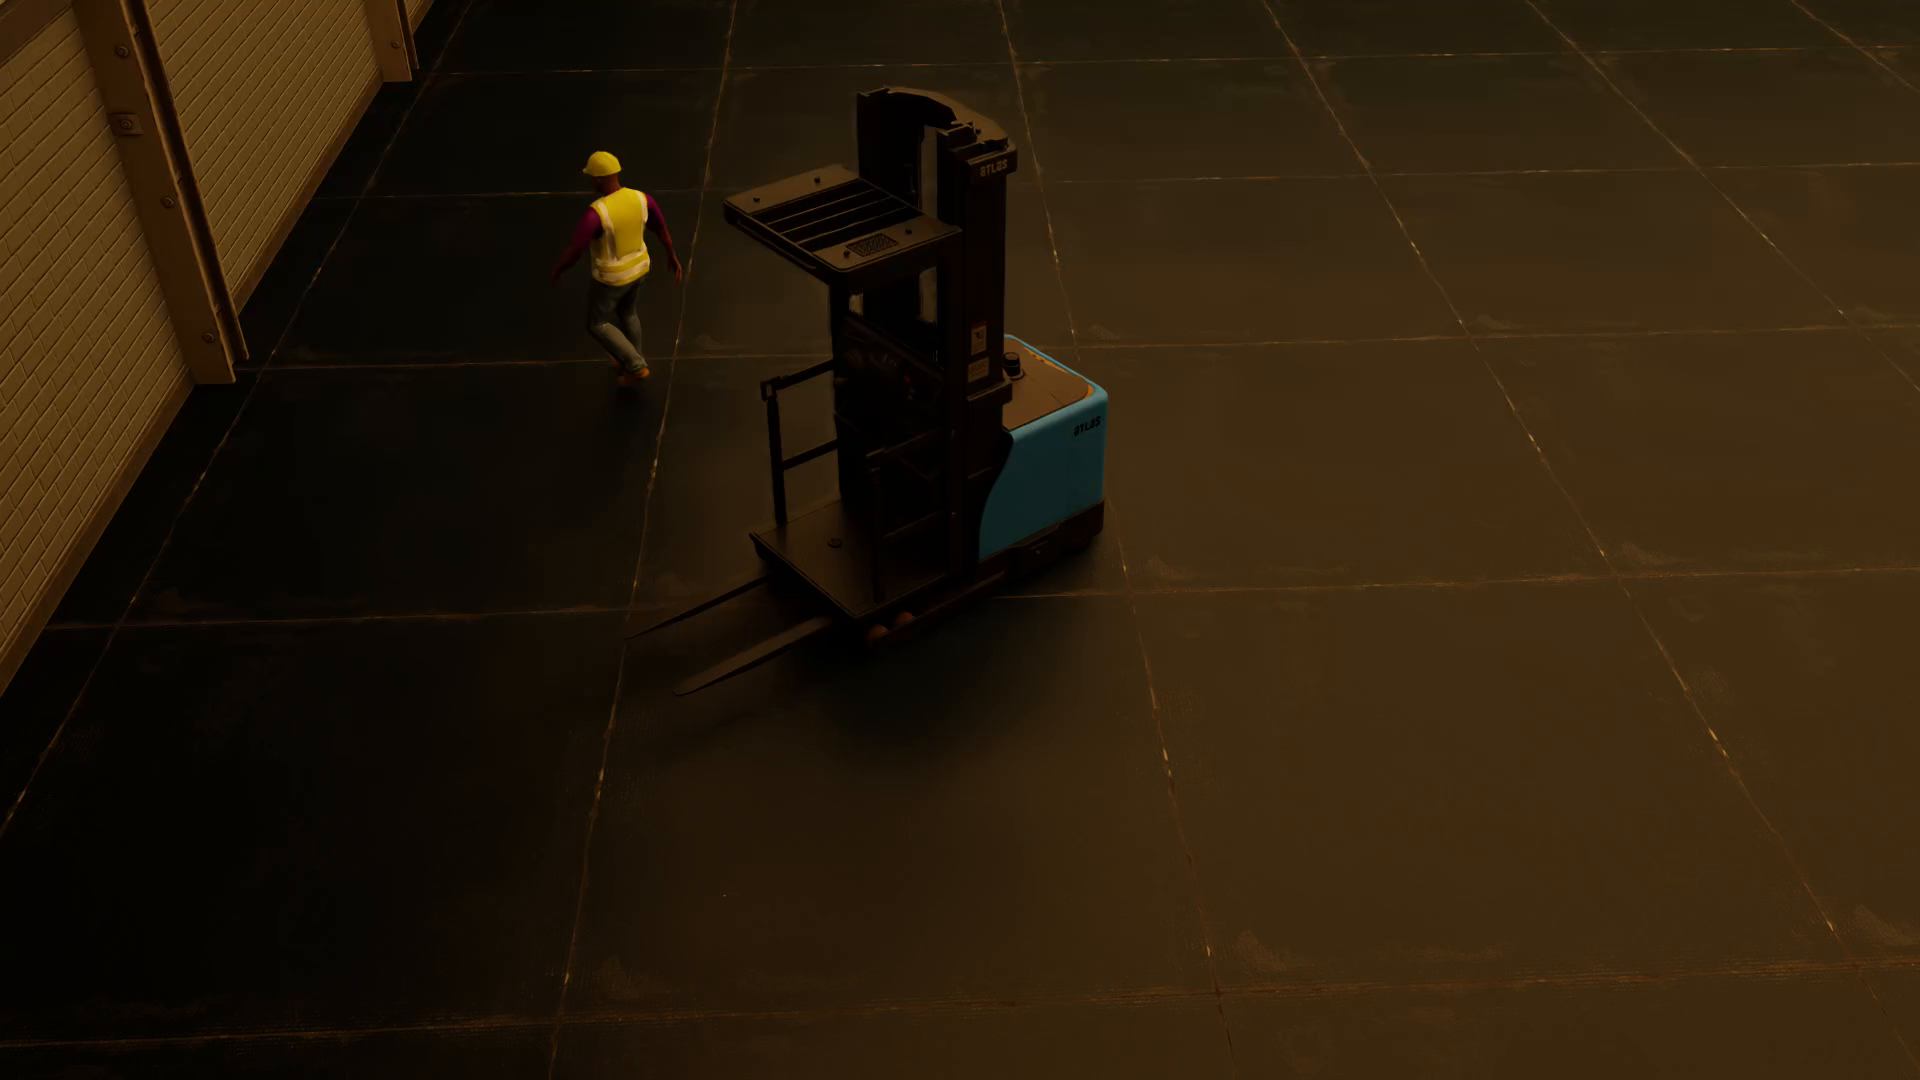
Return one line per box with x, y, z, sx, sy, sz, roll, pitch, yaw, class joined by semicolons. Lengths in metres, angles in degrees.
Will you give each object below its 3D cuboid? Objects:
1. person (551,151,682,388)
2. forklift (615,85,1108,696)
-2.370;-1.865;11.577;0.593;1.747;0.829;24;42;29;person
-0.562;-0.877;9.215;3.031;2.935;1.130;-26;43;-31;forklift
